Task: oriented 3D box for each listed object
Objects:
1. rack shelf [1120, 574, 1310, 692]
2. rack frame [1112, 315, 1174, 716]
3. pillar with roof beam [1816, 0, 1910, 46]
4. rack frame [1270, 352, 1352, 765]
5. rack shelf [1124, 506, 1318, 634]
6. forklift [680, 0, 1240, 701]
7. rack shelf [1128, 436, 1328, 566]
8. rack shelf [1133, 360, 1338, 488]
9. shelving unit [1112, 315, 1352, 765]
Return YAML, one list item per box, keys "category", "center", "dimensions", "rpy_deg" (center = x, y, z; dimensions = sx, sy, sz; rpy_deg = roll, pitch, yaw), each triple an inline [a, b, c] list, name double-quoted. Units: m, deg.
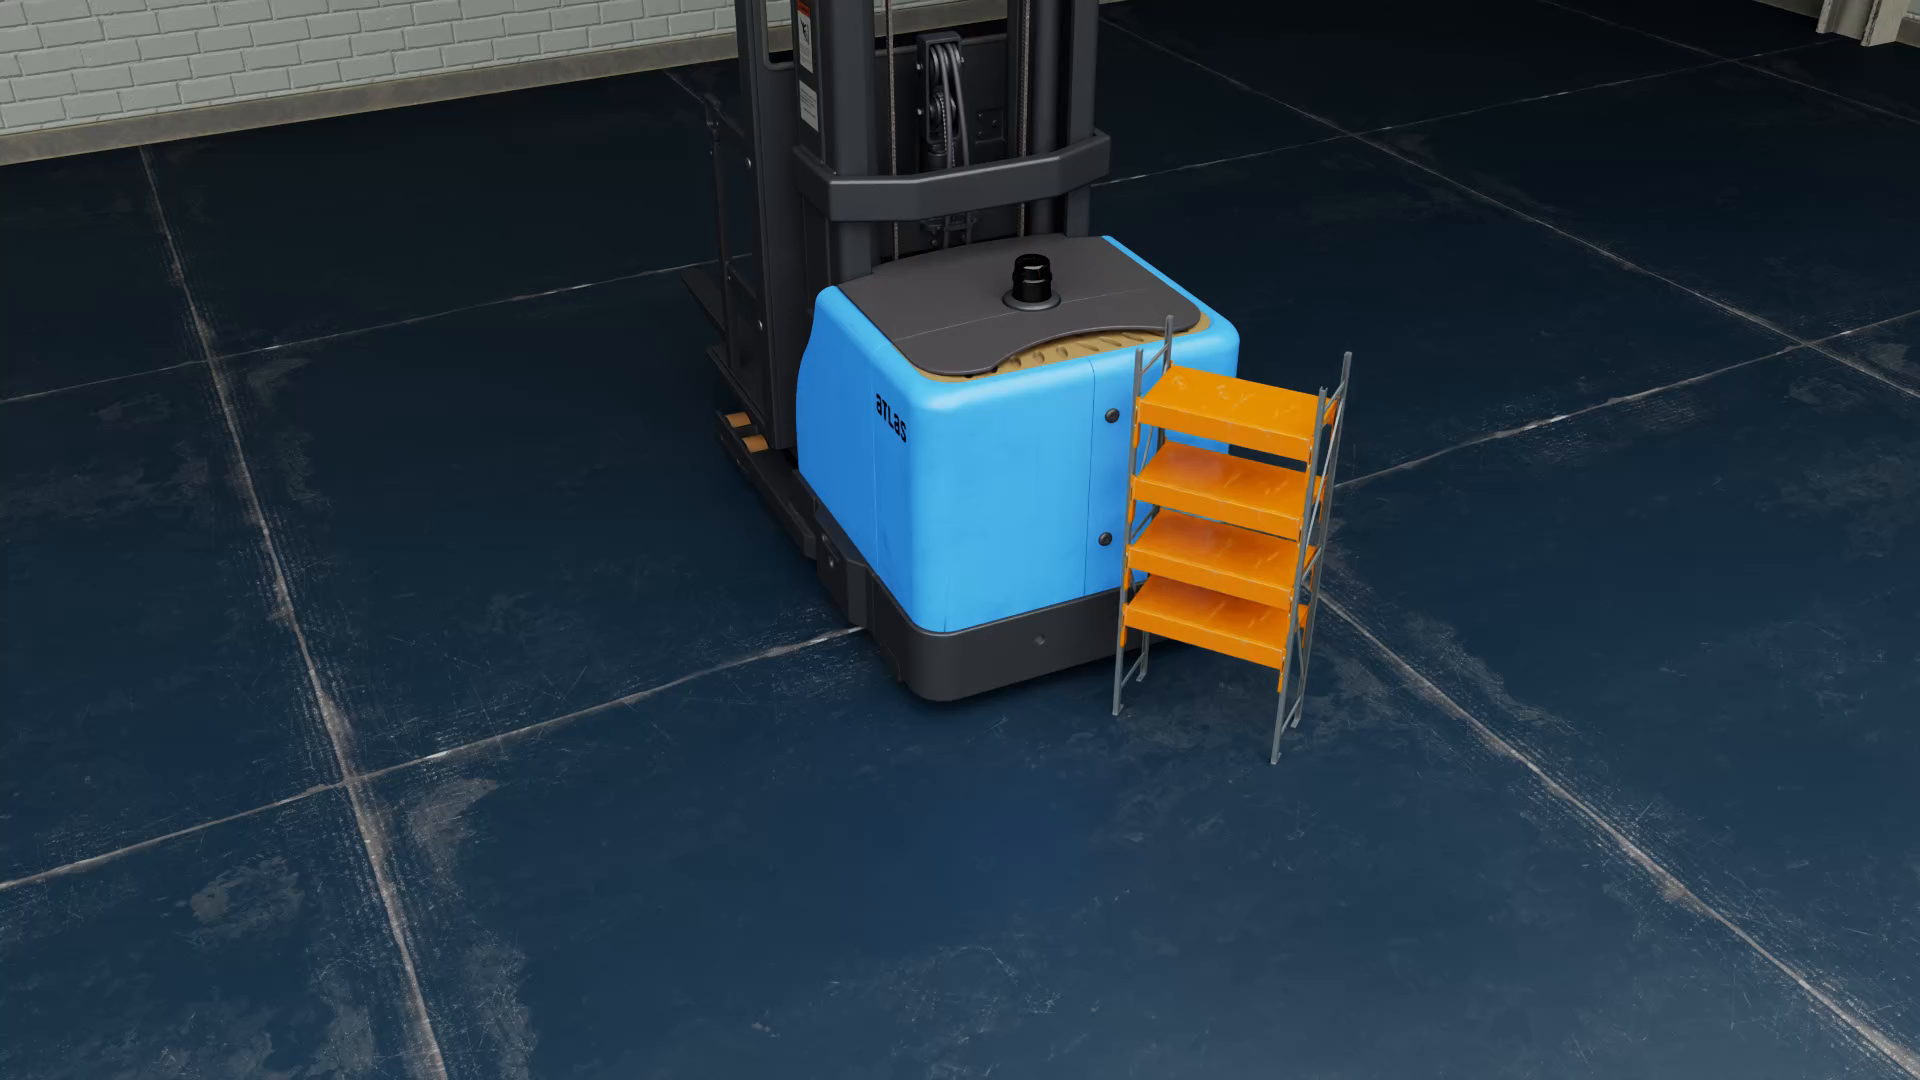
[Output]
- category: "rack shelf"
  center: [0.731, 0.243, 4.751]
  dimensions: [0.480, 0.148, 0.258]
  rpy_deg: [15, 36, 23]
- category: "rack frame"
  center: [0.514, -0.041, 4.702]
  dimensions: [0.015, 1.200, 0.240]
  rpy_deg: [15, 36, 23]
- category: "pillar with roof beam"
  center: [2.078, -6.017, 6.801]
  dimensions: [9.100, 9.000, 0.400]
  rpy_deg: [-16, 36, -23]
- category: "rack frame"
  center: [0.948, 0.079, 4.514]
  dimensions: [0.015, 1.200, 0.240]
  rpy_deg: [15, 36, 23]
- category: "rack shelf"
  center: [0.731, 0.076, 4.644]
  dimensions: [0.480, 0.148, 0.258]
  rpy_deg: [15, 36, 23]
- category: "forklift"
  center: [-0.262, -1.541, 5.438]
  dimensions: [1.130, 2.935, 3.031]
  rpy_deg: [-14, 35, -21]
- category: "rack shelf"
  center: [0.731, -0.113, 4.524]
  dimensions: [0.480, 0.148, 0.258]
  rpy_deg: [15, 36, 23]
- category: "rack shelf"
  center: [0.731, -0.312, 4.396]
  dimensions: [0.480, 0.148, 0.258]
  rpy_deg: [15, 36, 23]
- category: "shelving unit"
  center: [0.731, 0.019, 4.608]
  dimensions: [0.503, 1.200, 0.258]
  rpy_deg: [15, 36, 23]
